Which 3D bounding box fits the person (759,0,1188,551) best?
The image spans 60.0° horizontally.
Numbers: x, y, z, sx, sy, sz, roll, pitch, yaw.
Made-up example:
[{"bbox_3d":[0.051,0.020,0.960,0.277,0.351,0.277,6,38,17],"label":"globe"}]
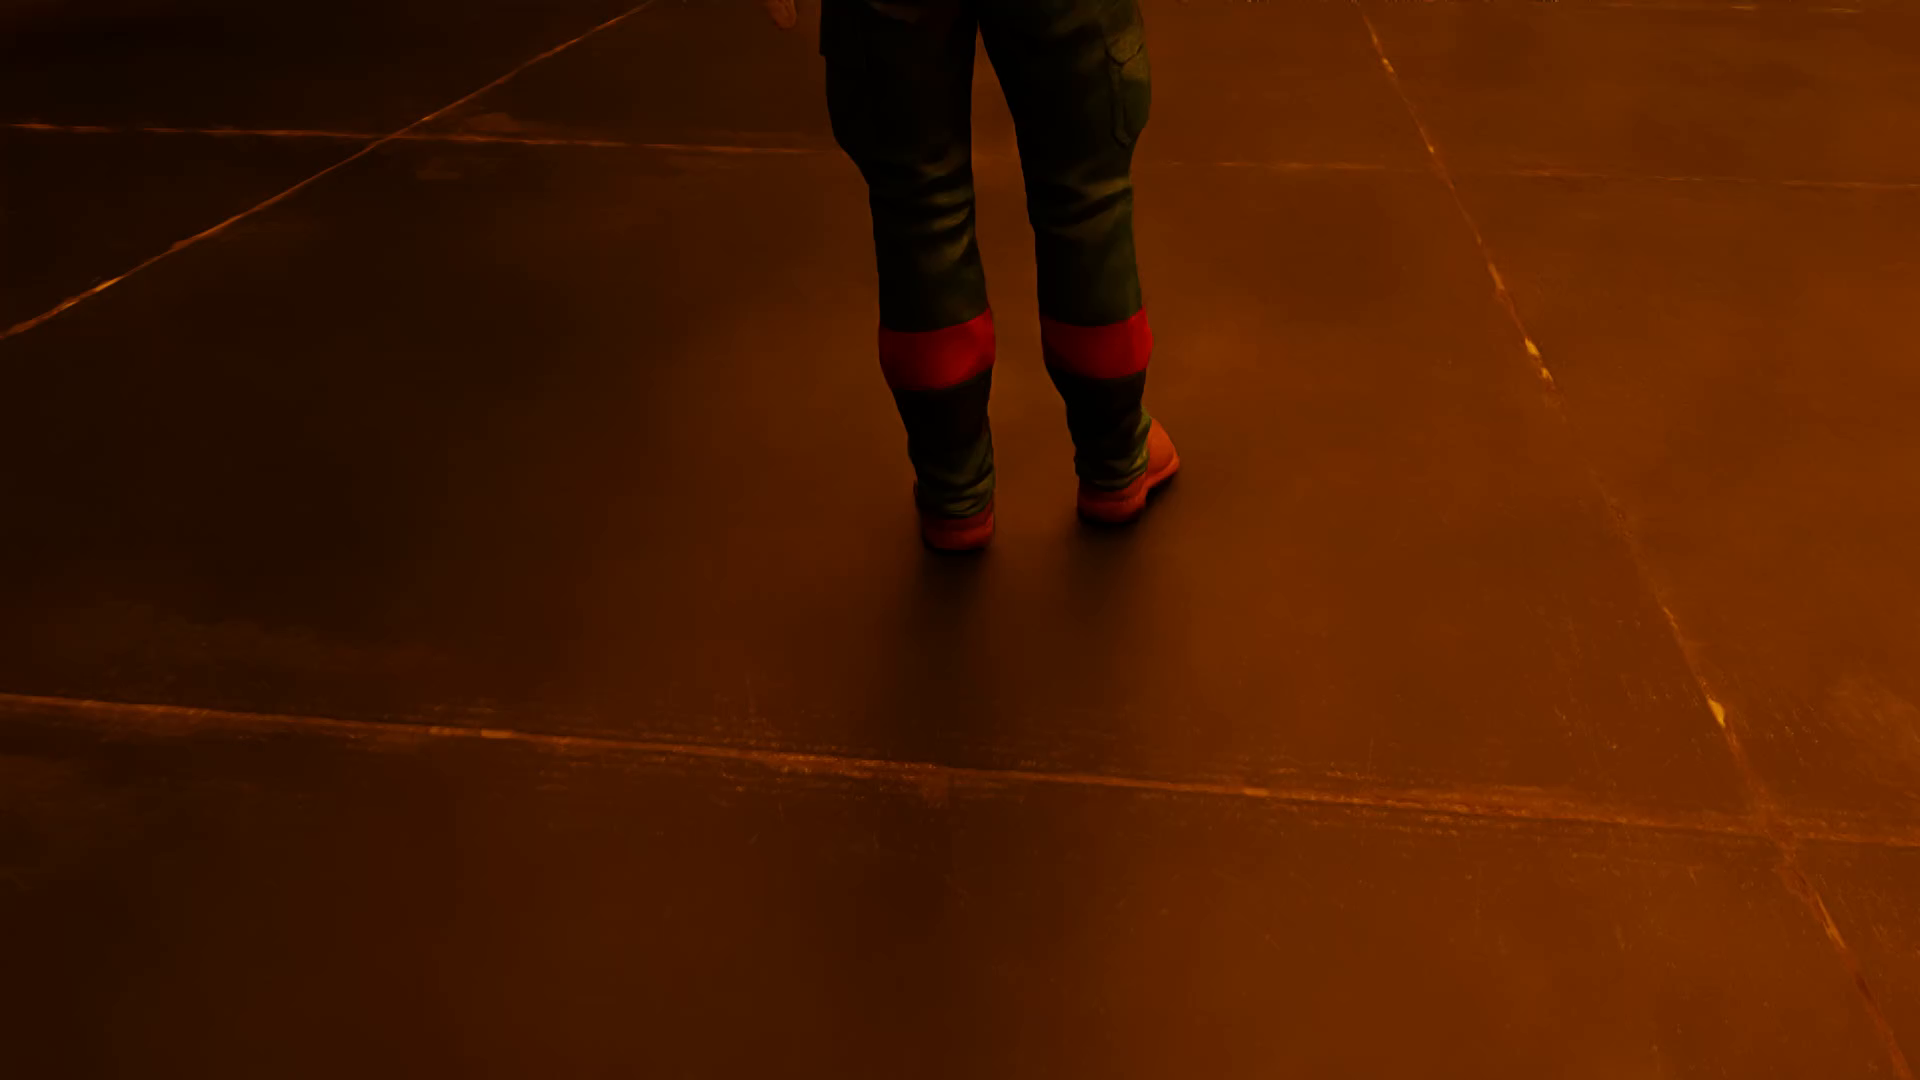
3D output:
[{"bbox_3d":[0.022,-0.839,2.169,0.637,1.783,0.563,3,27,7],"label":"person"}]
